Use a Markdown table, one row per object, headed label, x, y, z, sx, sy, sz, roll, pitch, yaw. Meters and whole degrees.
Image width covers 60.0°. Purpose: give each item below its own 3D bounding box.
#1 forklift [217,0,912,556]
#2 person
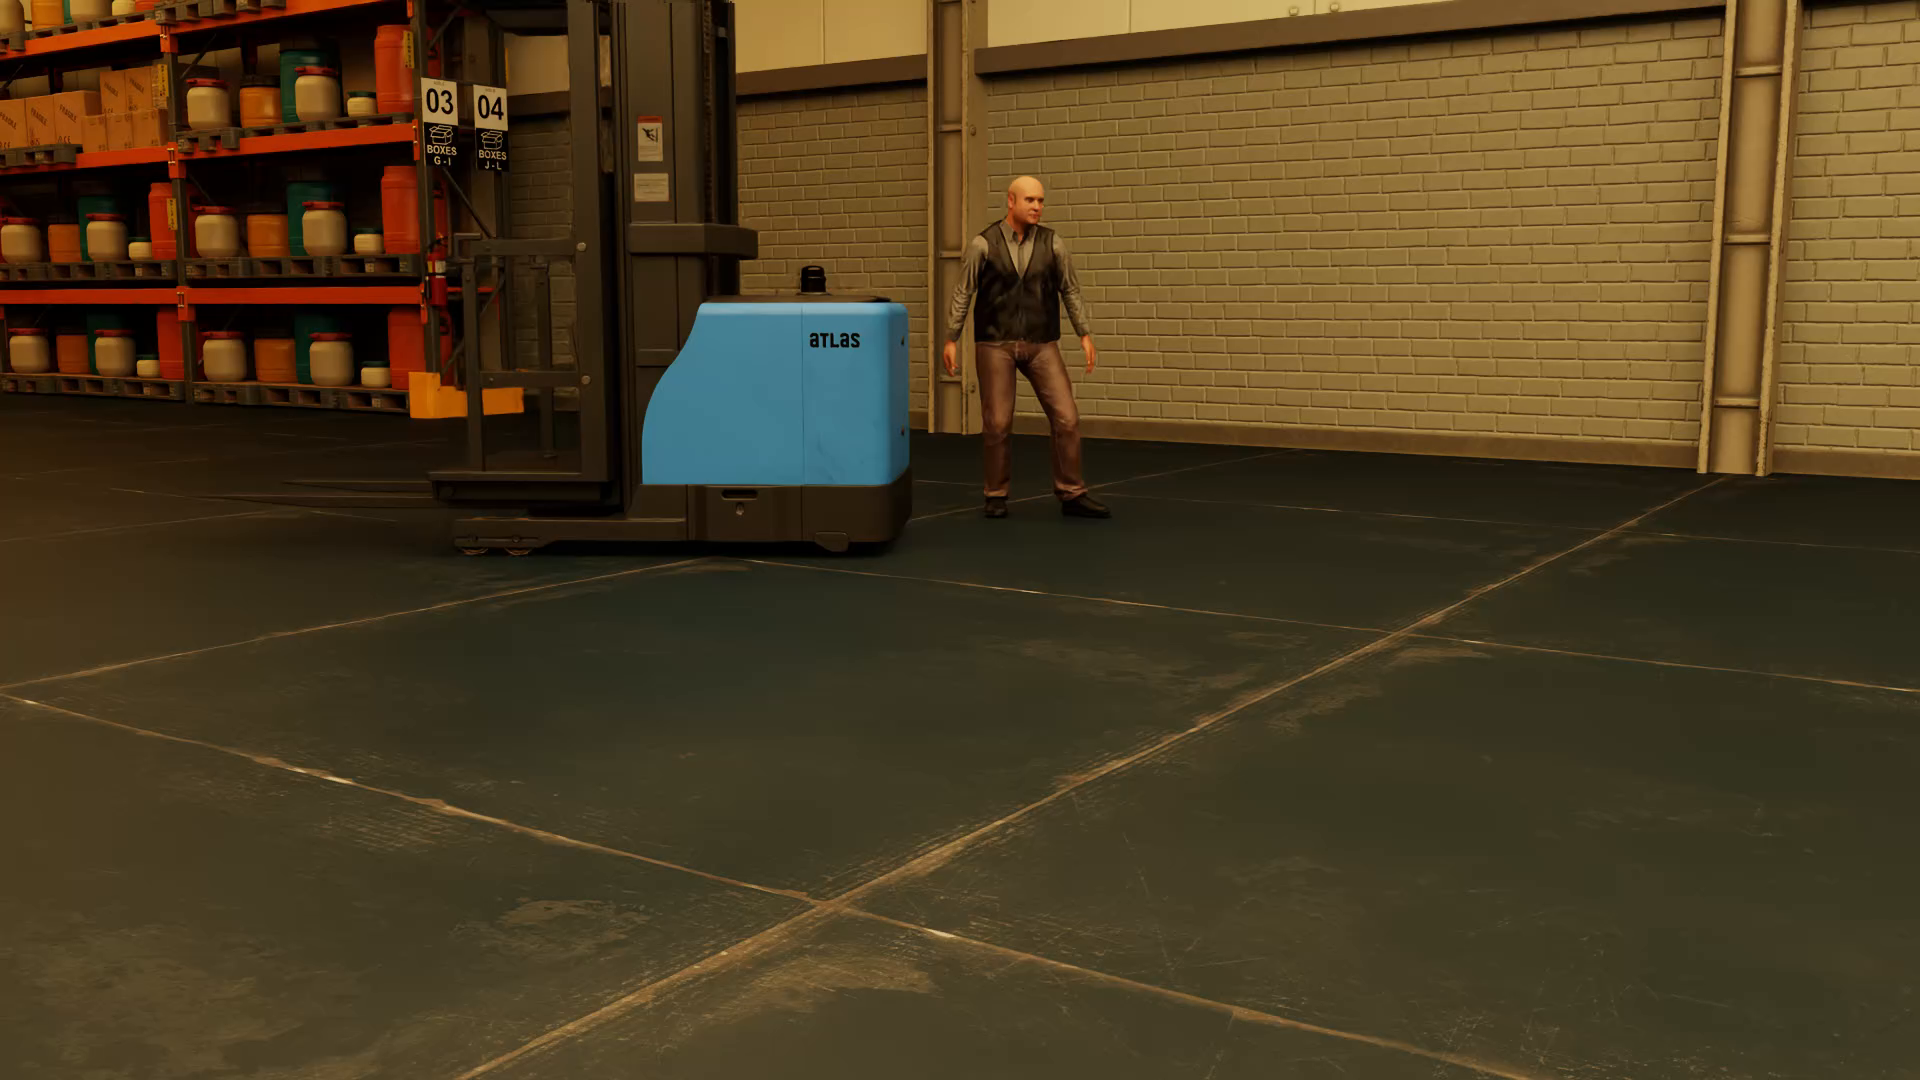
| label | x | y | z | sx | sy | sz | roll | pitch | yaw |
| --- | --- | --- | --- | --- | --- | --- | --- | --- | --- |
| forklift | -1.768 | -1.456 | 7.433 | 3.031 | 2.935 | 1.130 | 1 | 8 | 4 |
| person | 0.327 | -0.964 | 8.386 | 0.827 | 1.695 | 0.386 | -1 | 8 | -9 |
